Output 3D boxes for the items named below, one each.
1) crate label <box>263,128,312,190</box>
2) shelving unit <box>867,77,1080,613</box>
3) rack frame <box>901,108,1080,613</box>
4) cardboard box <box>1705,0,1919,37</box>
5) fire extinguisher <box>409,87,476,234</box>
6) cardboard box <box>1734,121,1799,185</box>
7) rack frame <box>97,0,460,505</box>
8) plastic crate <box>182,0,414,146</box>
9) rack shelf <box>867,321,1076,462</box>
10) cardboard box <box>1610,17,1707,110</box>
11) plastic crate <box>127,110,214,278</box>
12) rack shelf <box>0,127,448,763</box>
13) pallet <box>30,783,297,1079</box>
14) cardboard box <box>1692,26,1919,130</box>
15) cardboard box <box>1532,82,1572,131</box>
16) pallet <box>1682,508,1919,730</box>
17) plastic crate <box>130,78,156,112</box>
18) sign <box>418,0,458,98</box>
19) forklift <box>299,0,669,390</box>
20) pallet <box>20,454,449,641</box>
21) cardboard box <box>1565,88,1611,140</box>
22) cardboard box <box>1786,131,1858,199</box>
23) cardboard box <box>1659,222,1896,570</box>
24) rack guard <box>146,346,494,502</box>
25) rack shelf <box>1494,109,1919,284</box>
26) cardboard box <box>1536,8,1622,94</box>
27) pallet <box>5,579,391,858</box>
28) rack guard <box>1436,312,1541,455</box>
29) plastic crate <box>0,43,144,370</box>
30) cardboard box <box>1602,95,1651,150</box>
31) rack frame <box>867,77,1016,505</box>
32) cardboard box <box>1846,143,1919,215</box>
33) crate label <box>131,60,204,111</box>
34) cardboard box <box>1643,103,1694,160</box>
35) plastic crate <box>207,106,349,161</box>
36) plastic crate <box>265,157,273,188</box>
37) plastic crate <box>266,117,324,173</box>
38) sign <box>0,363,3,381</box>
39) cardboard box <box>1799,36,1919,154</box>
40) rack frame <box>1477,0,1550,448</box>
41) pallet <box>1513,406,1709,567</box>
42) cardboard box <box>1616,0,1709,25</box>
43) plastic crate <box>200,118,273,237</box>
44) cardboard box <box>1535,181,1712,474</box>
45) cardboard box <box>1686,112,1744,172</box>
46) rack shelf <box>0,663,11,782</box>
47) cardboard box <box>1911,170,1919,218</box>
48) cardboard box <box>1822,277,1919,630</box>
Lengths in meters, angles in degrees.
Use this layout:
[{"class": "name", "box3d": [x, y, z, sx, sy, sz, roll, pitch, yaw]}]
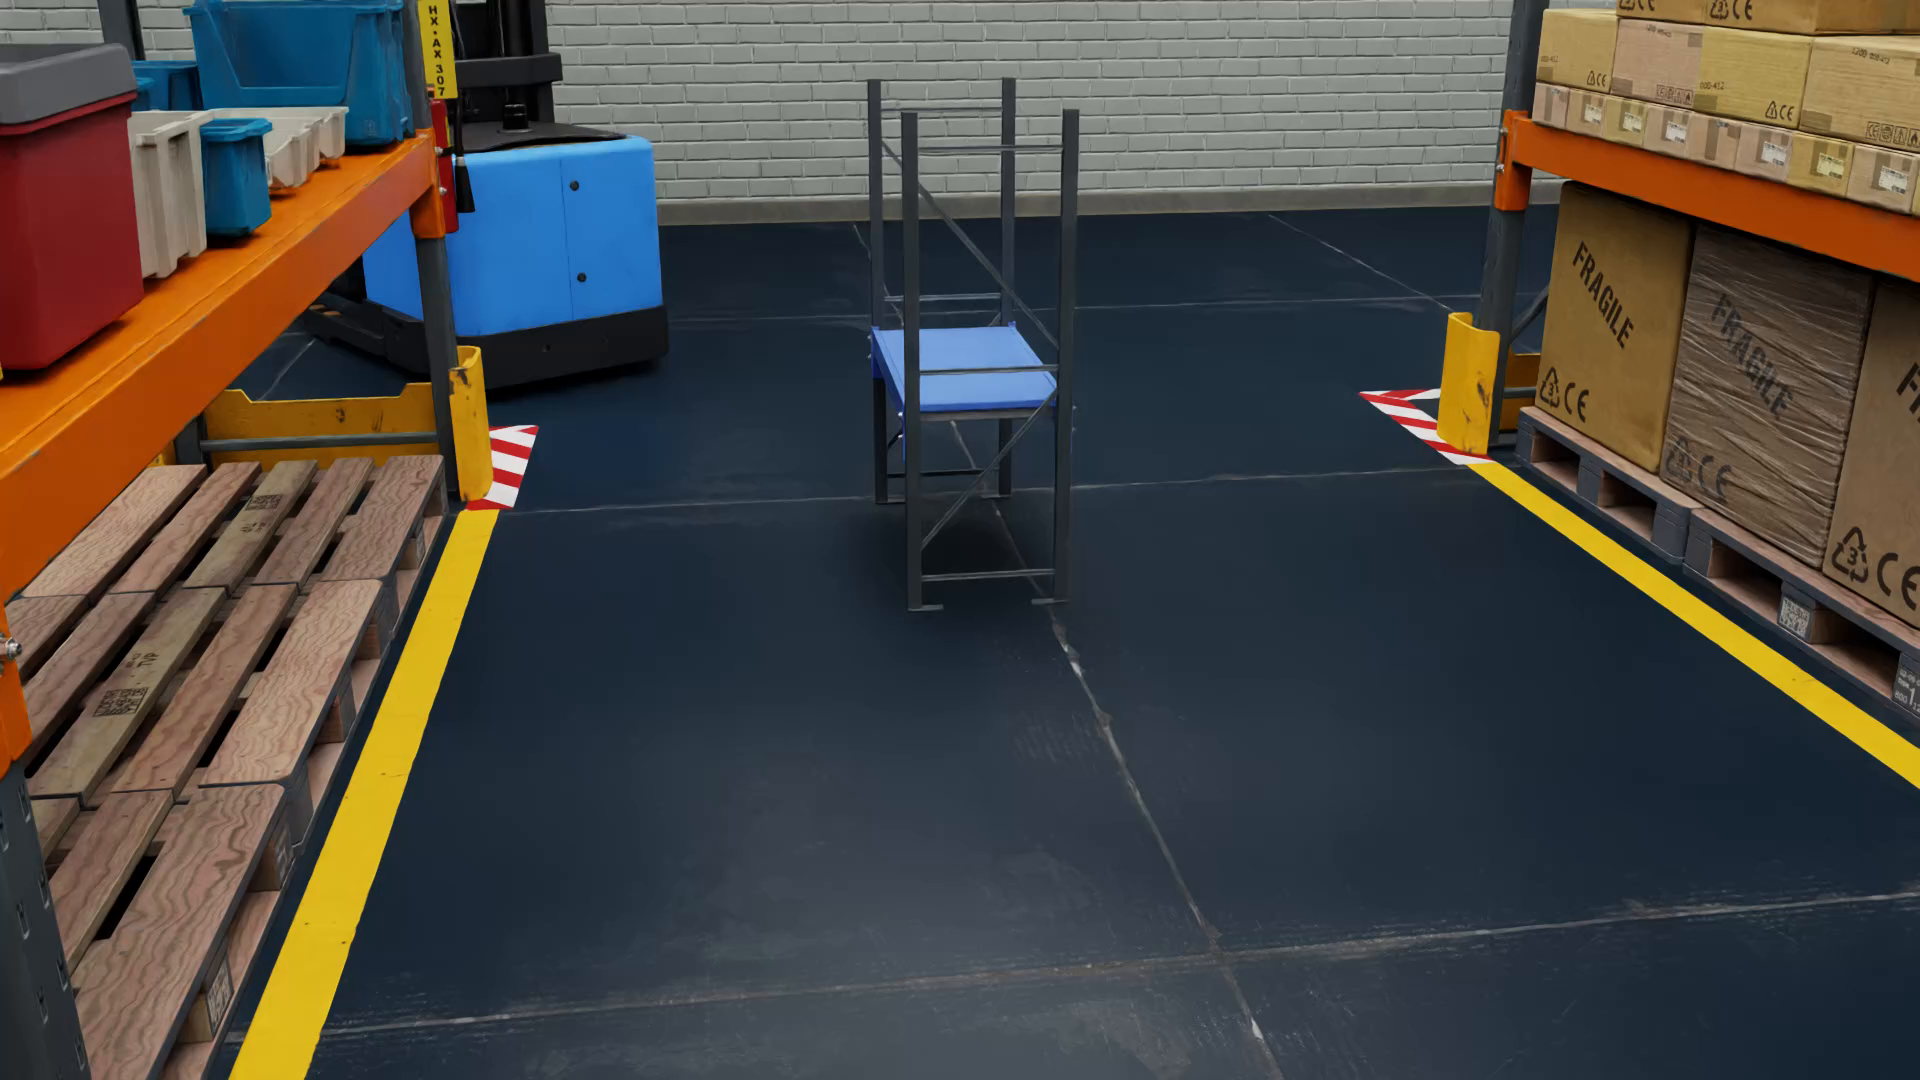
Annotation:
[{"class": "crate label", "box3d": [-1.942, -1.006, 4.415, 0.396, 0.136, 0.243, -3, 21, -8]}, {"class": "shelving unit", "box3d": [0.012, -0.673, 5.375, 0.538, 1.500, 1.048, -3, 21, -8]}, {"class": "rack frame", "box3d": [0.086, -0.497, 4.903, 0.500, 1.500, 0.032, -3, 21, -8]}, {"class": "cardboard box", "box3d": [2.525, -1.710, 4.724, 0.500, 0.500, 0.500, -3, 21, -9]}, {"class": "fire extinguisher", "box3d": [-1.903, -1.436, 5.916, 0.296, 0.674, 0.183, -3, 21, -8]}, {"class": "cardboard box", "box3d": [2.483, -1.119, 4.784, 0.380, 0.149, 0.250, -3, 21, -8]}, {"class": "rack frame", "box3d": [-2.331, -1.571, 5.636, 1.000, 3.000, 0.127, -3, 21, -8]}, {"class": "plastic crate", "box3d": [-2.098, -1.509, 5.334, 0.616, 0.435, 0.499, -3, 21, -8]}, {"class": "rack shelf", "box3d": [0.012, -0.505, 5.438, 0.538, 0.185, 1.000, -3, 21, -8]}, {"class": "cardboard box", "box3d": [2.454, -1.531, 5.317, 0.500, 0.250, 0.500, -3, 21, -8]}, {"class": "plastic crate", "box3d": [-1.792, -0.697, 3.379, 0.437, 0.282, 0.530, -3, 21, -8]}, {"class": "rack shelf", "box3d": [-2.042, -0.542, 3.908, 1.077, 0.370, 4.000, -3, 21, -8]}, {"class": "pallet", "box3d": [-1.898, 0.867, 3.092, 1.003, 0.211, 1.213, -3, 21, -8]}, {"class": "cardboard box", "box3d": [2.523, -1.357, 4.850, 0.500, 0.250, 0.500, -4, 21, -10]}, {"class": "cardboard box", "box3d": [2.295, -1.564, 5.975, 0.380, 0.149, 0.250, -3, 21, -7]}, {"class": "pallet", "box3d": [2.936, 0.180, 4.934, 1.003, 0.211, 1.213, -3, 21, -8]}, {"class": "plastic crate", "box3d": [-2.526, -1.191, 4.771, 0.416, 0.233, 0.300, -3, 21, -8]}, {"class": "sign", "box3d": [-1.789, -1.681, 5.697, 0.100, 0.325, 0.005, -3, 21, -8]}, {"class": "forklift", "box3d": [-2.725, -2.462, 8.118, 1.130, 2.935, 3.031, -17, 26, -38]}, {"class": "pallet", "box3d": [-2.250, 0.022, 5.354, 1.003, 0.211, 1.213, -3, 21, -8]}, {"class": "cardboard box", "box3d": [2.334, -1.475, 5.738, 0.380, 0.149, 0.250, -3, 21, -9]}, {"class": "cardboard box", "box3d": [2.518, -1.031, 4.550, 0.380, 0.149, 0.250, -3, 21, -9]}, {"class": "cardboard box", "box3d": [2.873, -0.490, 5.177, 0.875, 0.875, 0.875, -3, 21, -8]}, {"class": "rack guard", "box3d": [-2.347, -0.408, 6.094, 1.175, 0.500, 0.348, -3, 21, -8]}, {"class": "rack shelf", "box3d": [2.859, -0.792, 4.577, 1.077, 0.370, 4.000, -3, 21, -8]}, {"class": "cardboard box", "box3d": [2.373, -1.710, 5.798, 0.500, 0.250, 0.500, -3, 21, -9]}, {"class": "pallet", "box3d": [-2.078, 0.444, 4.226, 1.003, 0.211, 1.213, -3, 21, -8]}, {"class": "rack guard", "box3d": [2.567, -0.658, 6.765, 1.175, 0.500, 0.348, -3, 21, -8]}, {"class": "plastic crate", "box3d": [-1.635, -0.566, 2.768, 0.402, 0.464, 0.583, -3, 21, -8]}, {"class": "cardboard box", "box3d": [2.371, -1.387, 5.500, 0.380, 0.149, 0.250, -3, 21, -9]}, {"class": "rack frame", "box3d": [-0.061, -0.849, 5.846, 0.500, 1.500, 0.032, -3, 21, -8]}, {"class": "cardboard box", "box3d": [2.558, -0.941, 4.307, 0.380, 0.149, 0.250, -3, 21, -7]}, {"class": "crate label", "box3d": [-2.621, -1.419, 5.382, 0.416, 0.233, 0.303, -3, 21, -8]}, {"class": "cardboard box", "box3d": [2.410, -1.296, 5.259, 0.380, 0.149, 0.250, -3, 21, -9]}, {"class": "plastic crate", "box3d": [-2.034, -1.203, 4.940, 0.396, 0.136, 0.243, -3, 21, -8]}, {"class": "plastic crate", "box3d": [-1.881, -0.905, 4.143, 0.298, 0.136, 0.250, -3, 21, -8]}, {"class": "plastic crate", "box3d": [-2.006, -1.102, 4.670, 0.396, 0.136, 0.243, -3, 21, -8]}, {"class": "sign", "box3d": [-1.209, -0.343, 1.952, 0.100, 0.325, 0.005, -3, 21, -8]}, {"class": "cardboard box", "box3d": [2.603, -1.176, 4.368, 0.500, 0.250, 0.500, -3, 21, -9]}, {"class": "rack frame", "box3d": [2.571, -1.821, 6.305, 1.000, 3.000, 0.127, -3, 21, -8]}, {"class": "pallet", "box3d": [2.763, -0.242, 6.062, 1.003, 0.211, 1.213, -3, 21, -8]}, {"class": "cardboard box", "box3d": [2.445, -1.889, 5.203, 0.500, 0.500, 0.500, -3, 21, -9]}, {"class": "plastic crate", "box3d": [-1.781, -0.823, 3.786, 0.416, 0.233, 0.300, -3, 21, -8]}, {"class": "cardboard box", "box3d": [2.742, -0.805, 6.021, 0.875, 0.875, 0.875, -3, 21, -8]}, {"class": "cardboard box", "box3d": [2.445, -1.208, 5.023, 0.380, 0.149, 0.250, -3, 21, -9]}, {"class": "rack shelf", "box3d": [-1.466, 0.843, 0.200, 1.077, 0.370, 4.000, -3, 21, -8]}, {"class": "cardboard box", "box3d": [2.593, -0.852, 4.071, 0.380, 0.149, 0.250, -3, 21, -9]}, {"class": "cardboard box", "box3d": [3.001, -0.182, 4.352, 0.875, 0.875, 0.875, -3, 21, -8]}]
